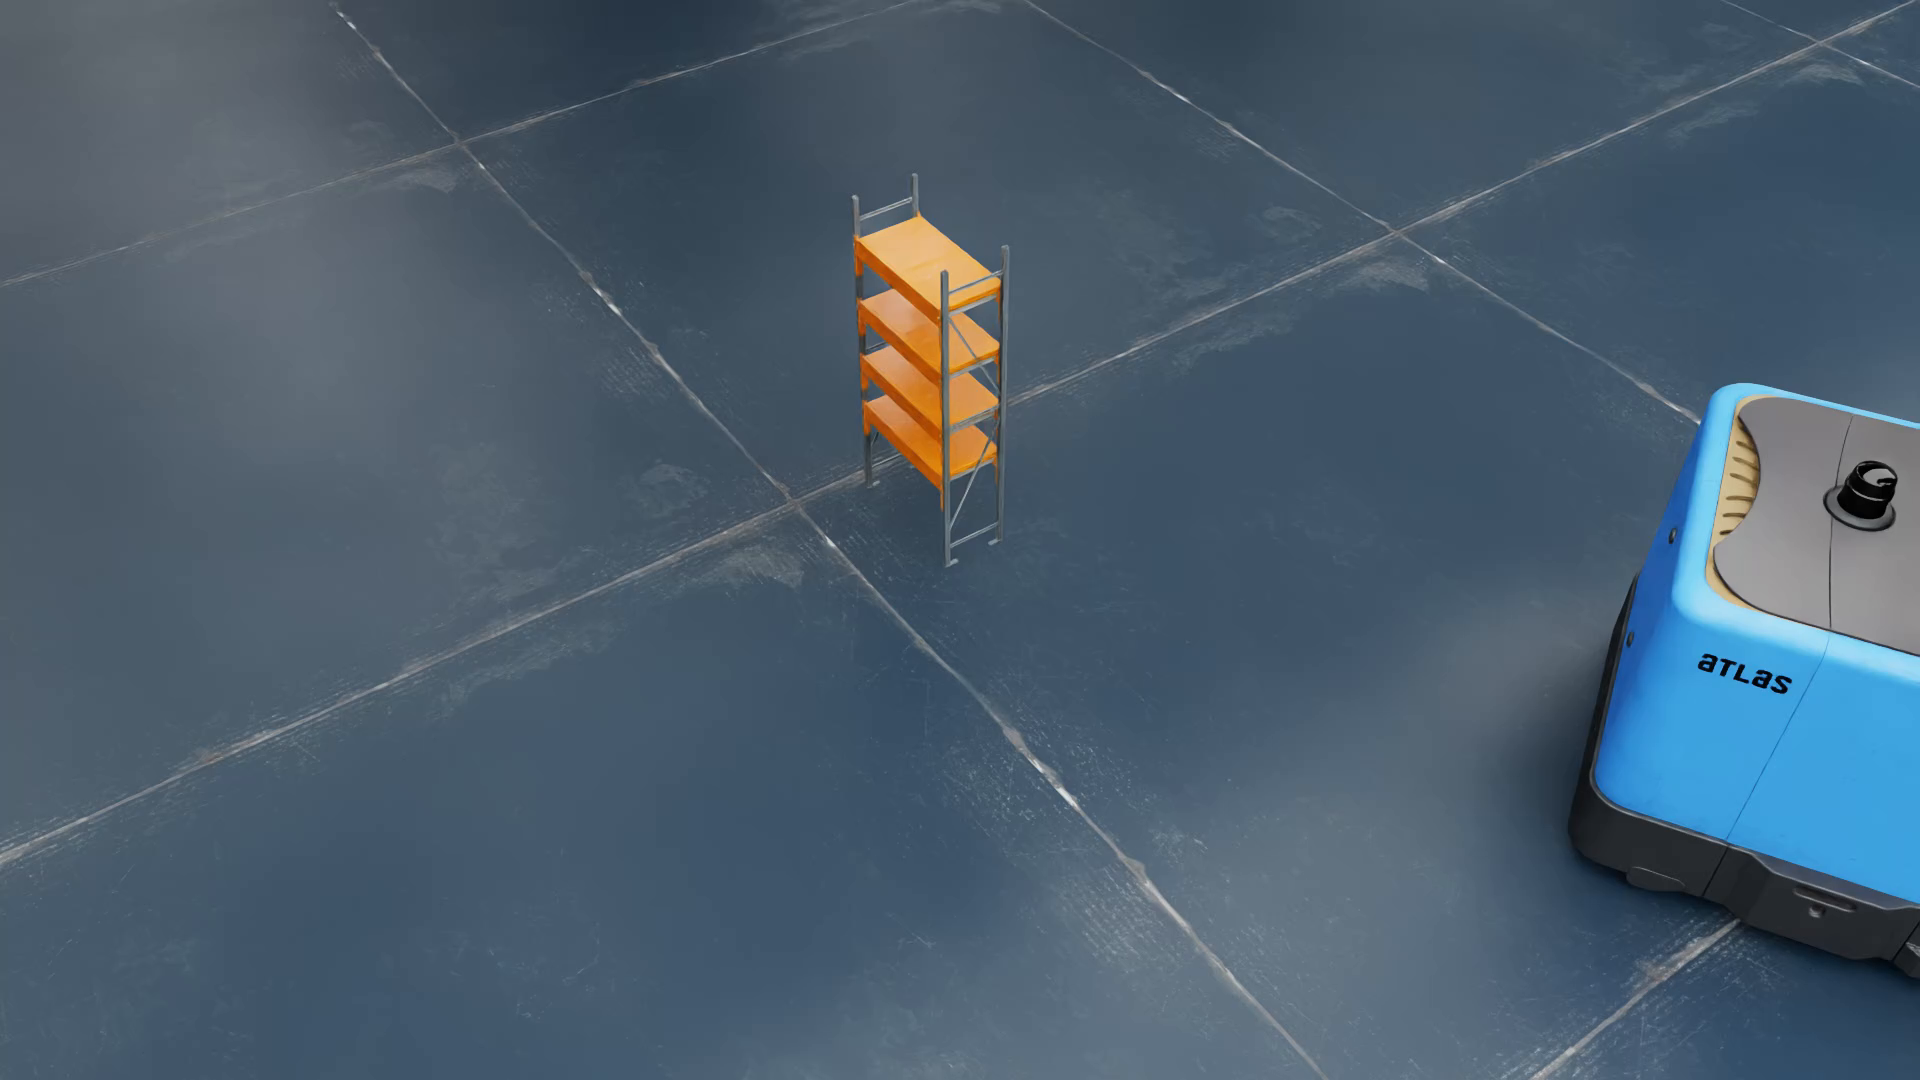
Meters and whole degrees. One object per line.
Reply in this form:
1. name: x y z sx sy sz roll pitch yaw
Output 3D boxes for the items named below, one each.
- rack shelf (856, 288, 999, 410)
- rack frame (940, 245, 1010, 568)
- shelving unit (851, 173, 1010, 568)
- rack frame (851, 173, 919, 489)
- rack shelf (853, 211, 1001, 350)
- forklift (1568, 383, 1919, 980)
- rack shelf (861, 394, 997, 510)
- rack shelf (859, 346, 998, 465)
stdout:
1. rack shelf: -0.095 -0.641 5.326 0.258 0.148 0.480 -26 49 -24
2. rack frame: 0.045 -0.390 5.289 0.240 1.200 0.015 -26 49 -24
3. shelving unit: -0.095 -0.528 5.434 0.258 1.200 0.503 -26 49 -24
4. rack frame: -0.234 -0.666 5.579 0.240 1.200 0.015 -26 49 -24
5. rack shelf: -0.095 -0.812 5.163 0.258 0.148 0.480 -26 49 -24
6. forklift: 3.304 -0.021 3.650 3.031 2.935 1.130 17 46 17
7. rack shelf: -0.095 -0.335 5.617 0.258 0.148 0.480 -26 49 -24
8. rack shelf: -0.095 -0.479 5.480 0.258 0.148 0.480 -26 49 -24
